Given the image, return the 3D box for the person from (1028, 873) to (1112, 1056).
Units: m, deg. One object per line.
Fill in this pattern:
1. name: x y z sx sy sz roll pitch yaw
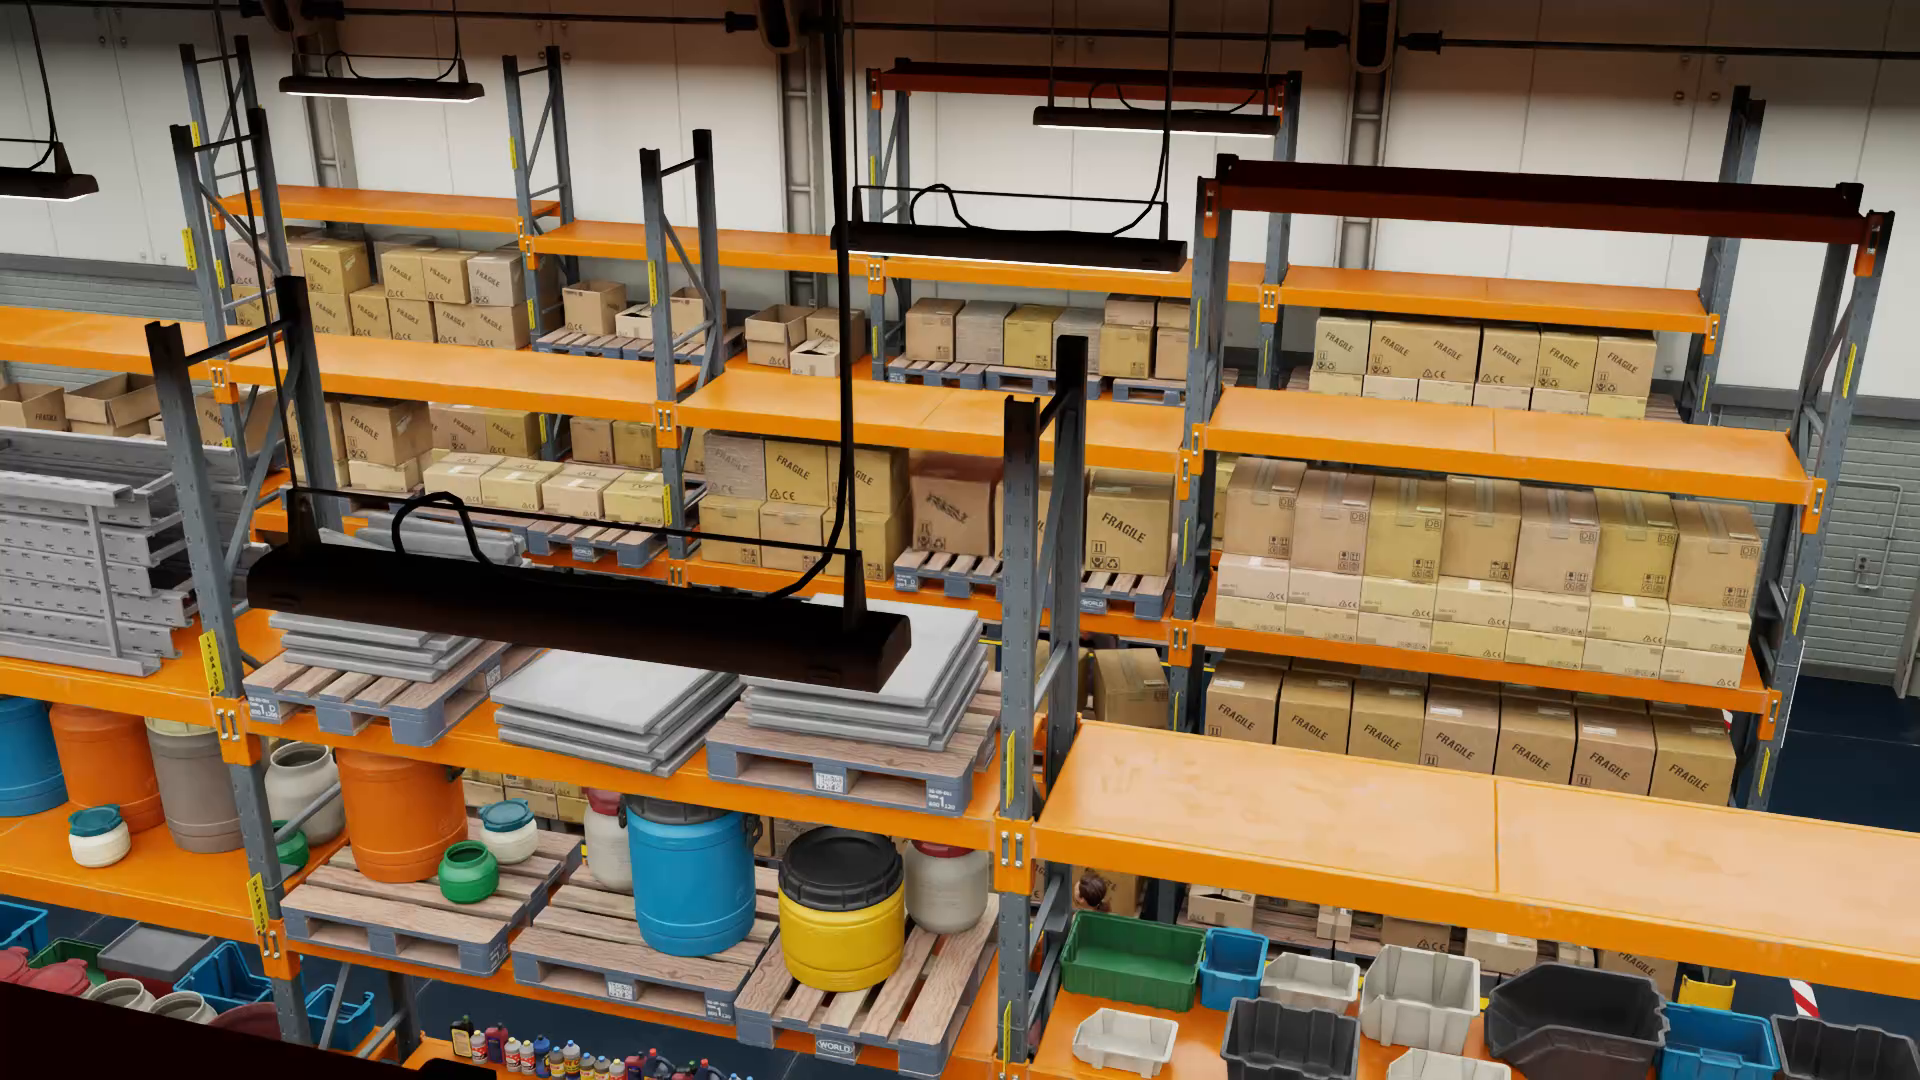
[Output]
1. person: 0.826 2.984 11.444 1.058 1.609 0.455 5 23 13

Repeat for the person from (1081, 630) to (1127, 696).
1. person: 1.465 0.837 16.504 0.492 1.706 0.559 16 28 34
